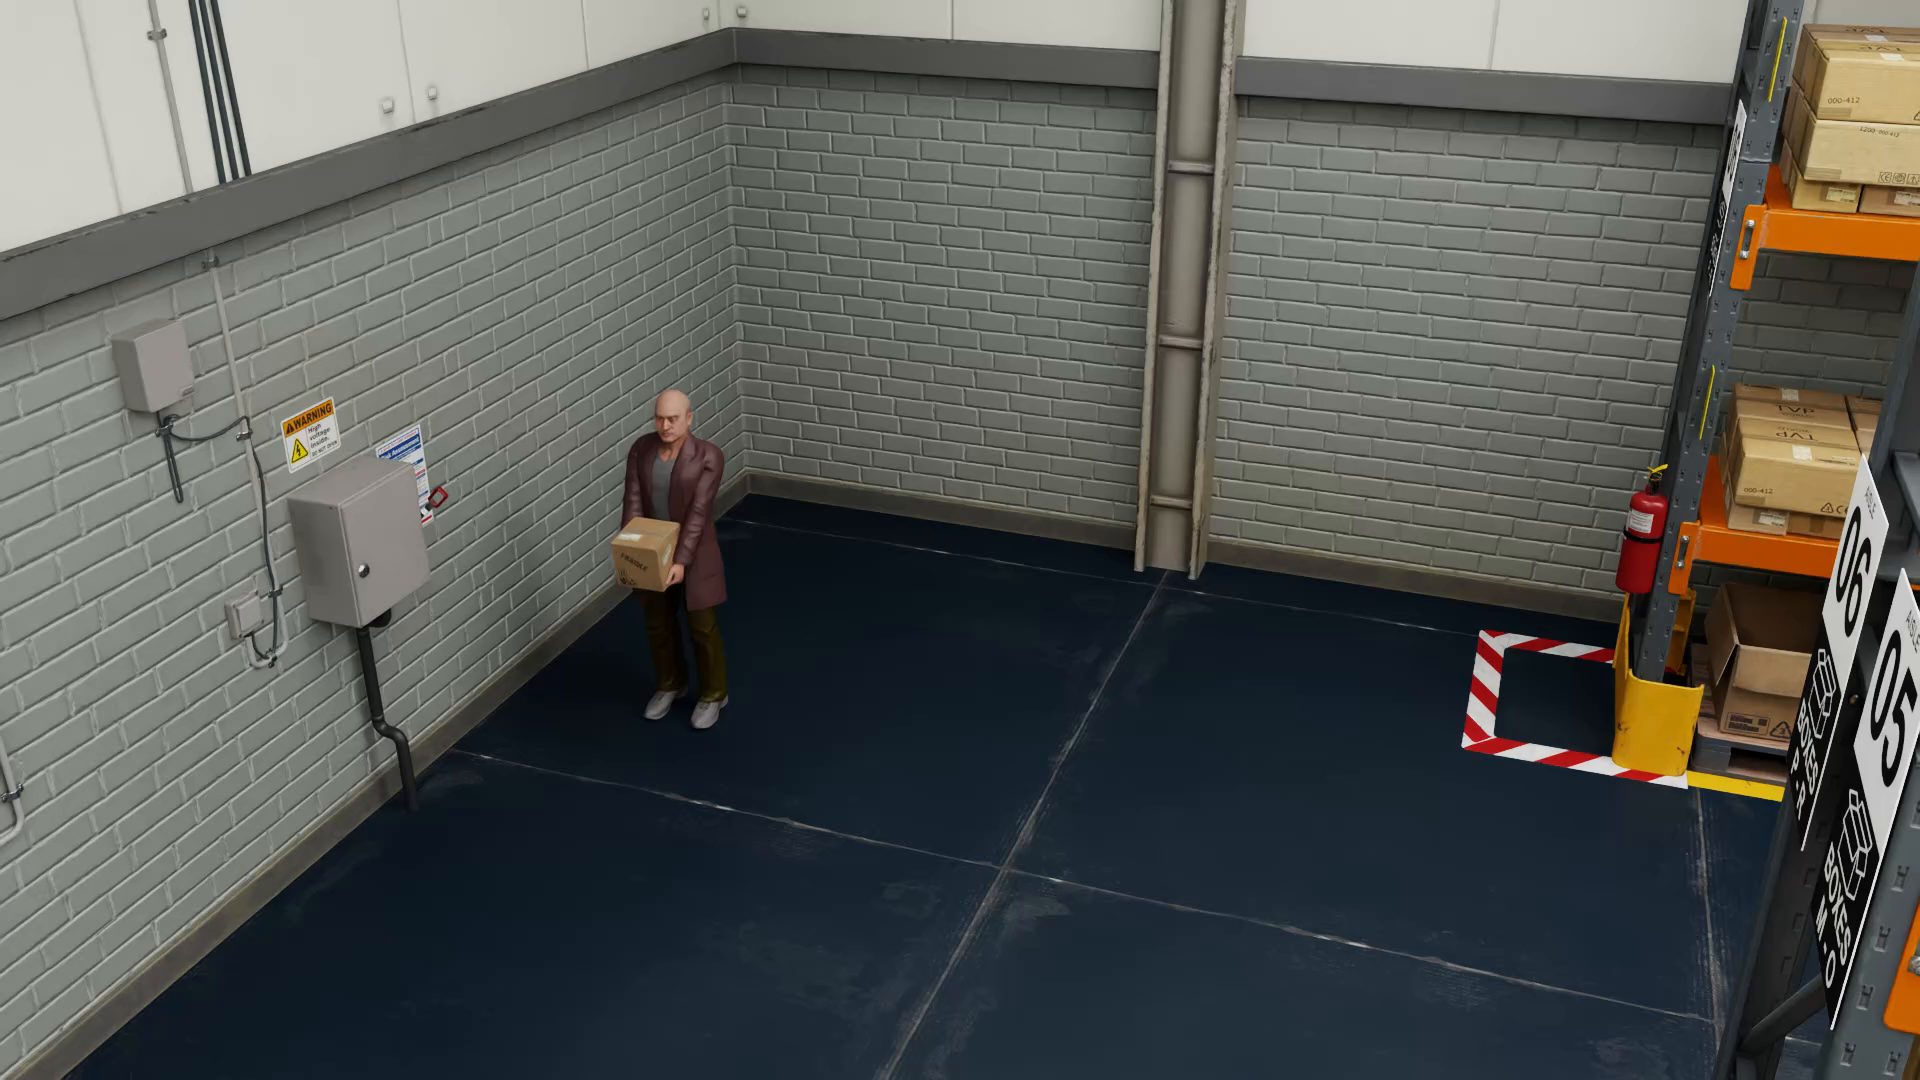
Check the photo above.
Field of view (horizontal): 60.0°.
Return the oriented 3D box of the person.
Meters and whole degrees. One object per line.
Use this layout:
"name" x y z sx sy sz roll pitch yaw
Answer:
"person" -1.456 0.128 8.361 0.526 1.778 0.543 9 27 18
